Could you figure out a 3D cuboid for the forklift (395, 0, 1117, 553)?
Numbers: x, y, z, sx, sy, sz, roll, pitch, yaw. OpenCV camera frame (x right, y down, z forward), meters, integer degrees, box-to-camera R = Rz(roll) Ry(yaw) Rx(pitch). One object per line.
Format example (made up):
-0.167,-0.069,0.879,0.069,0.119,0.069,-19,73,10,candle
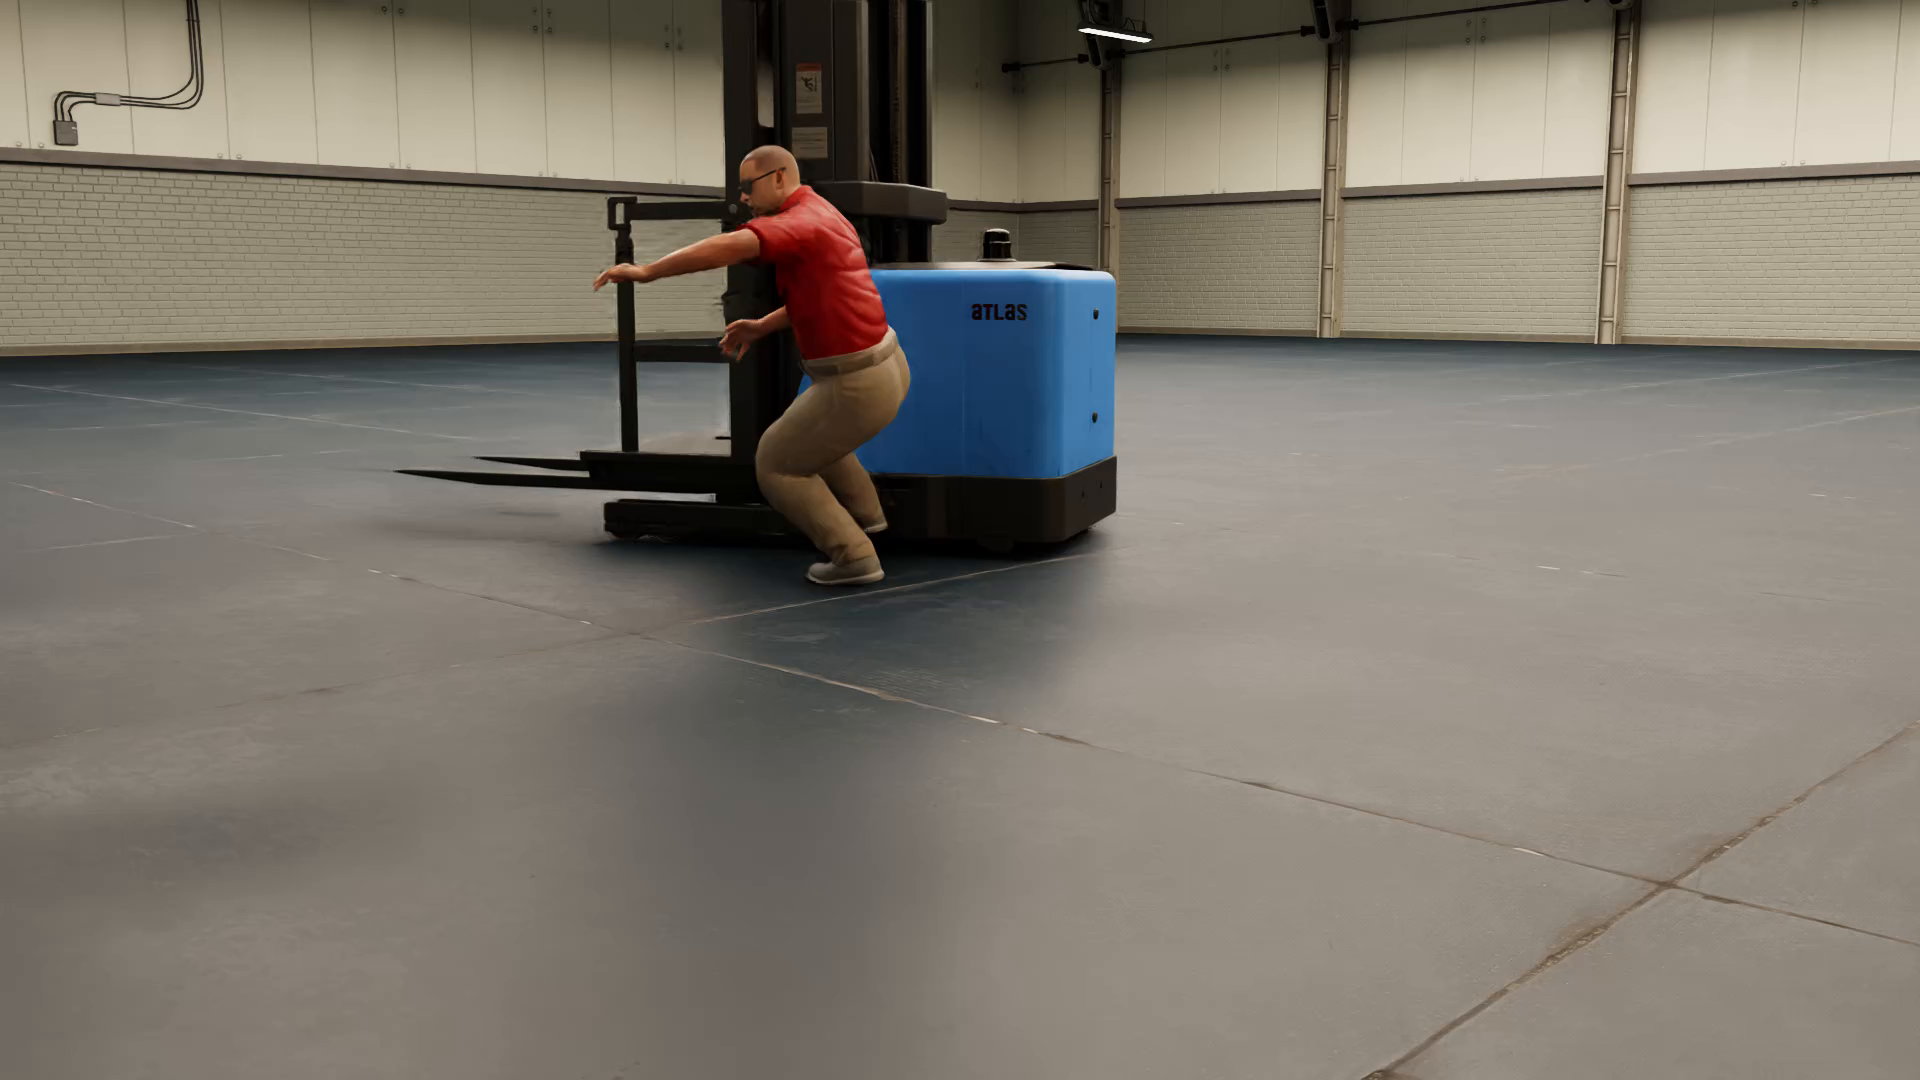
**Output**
-0.915,-1.507,6.880,3.031,2.935,1.130,3,9,18,forklift

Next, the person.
-0.584,-0.581,5.682,0.852,1.478,1.441,1,9,10,person
